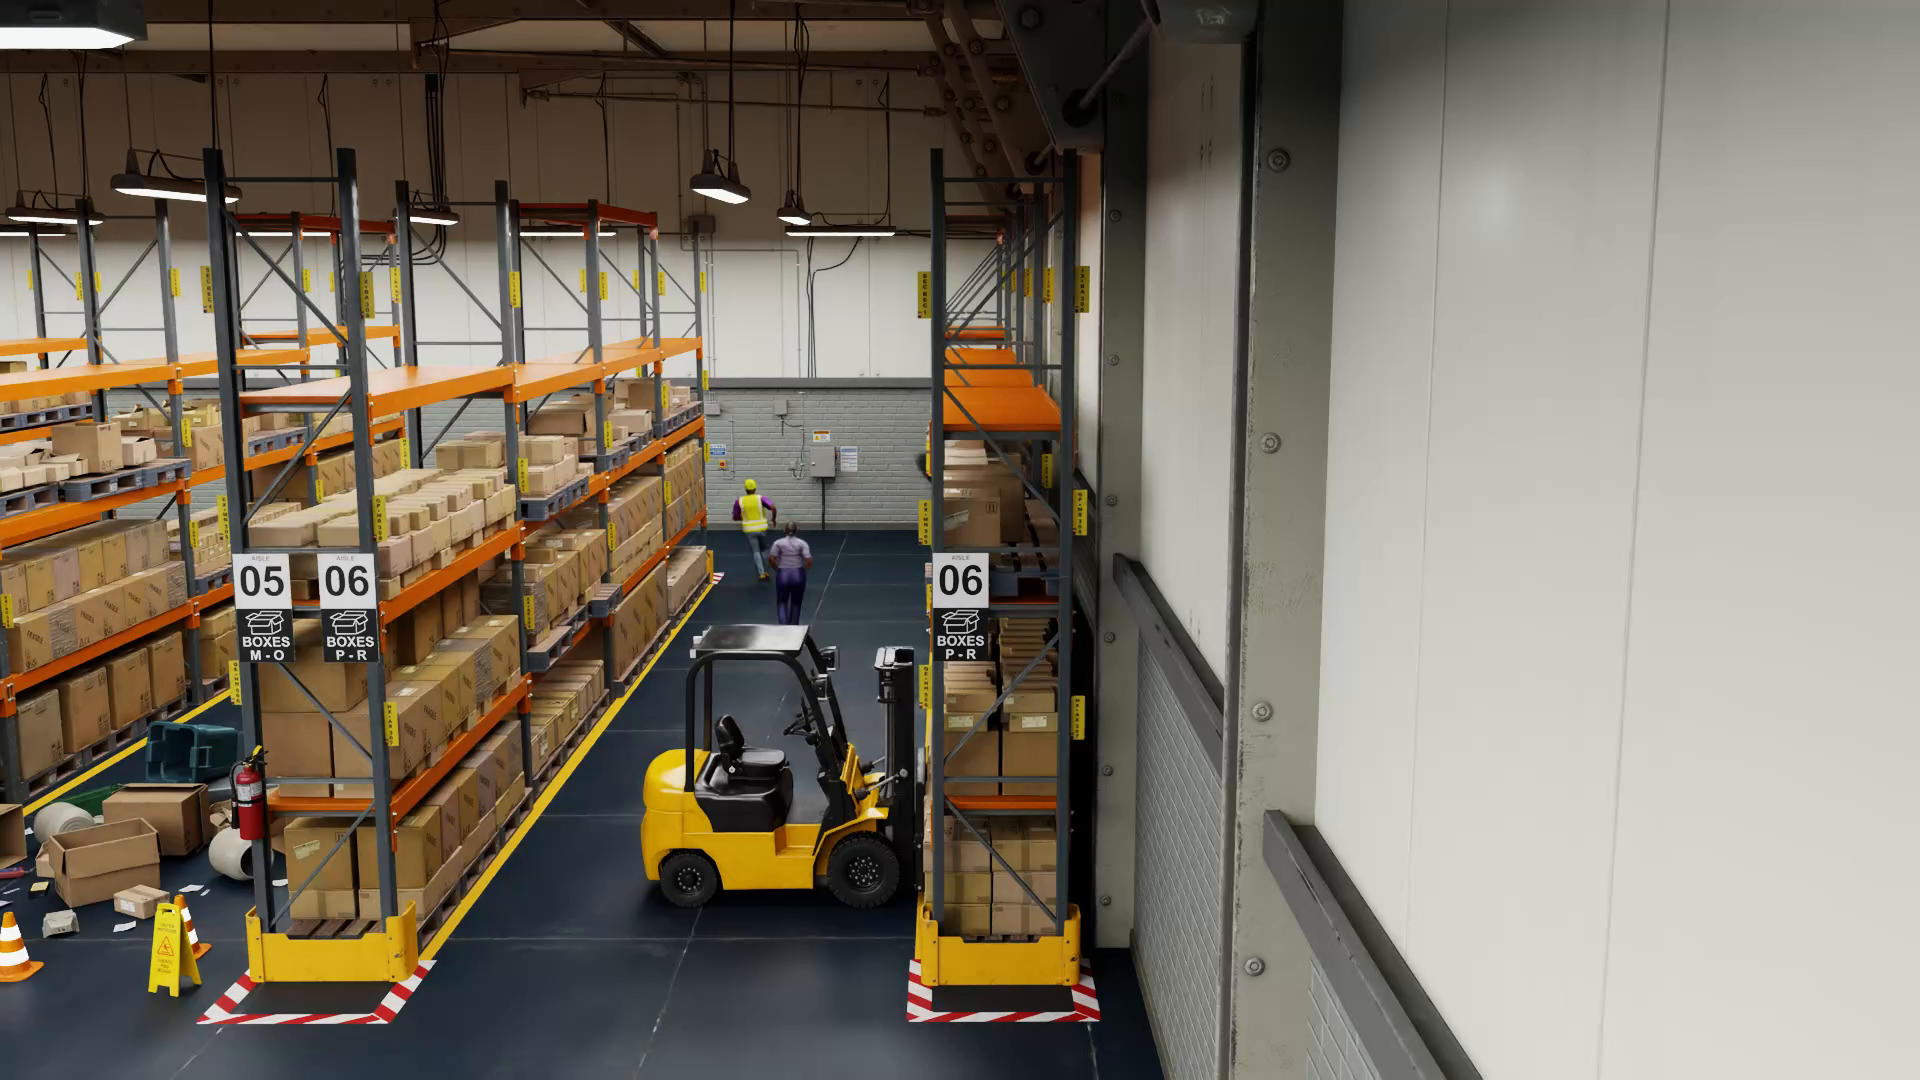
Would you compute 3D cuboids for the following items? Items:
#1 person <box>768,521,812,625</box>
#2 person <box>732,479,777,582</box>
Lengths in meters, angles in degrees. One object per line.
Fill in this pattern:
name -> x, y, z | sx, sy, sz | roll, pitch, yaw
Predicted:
person -> -2.265, 0.546, 22.230 | 0.586, 1.628, 0.507 | -1, 9, -5
person -> -3.436, -0.126, 27.785 | 0.729, 1.789, 0.887 | -2, 9, -12
